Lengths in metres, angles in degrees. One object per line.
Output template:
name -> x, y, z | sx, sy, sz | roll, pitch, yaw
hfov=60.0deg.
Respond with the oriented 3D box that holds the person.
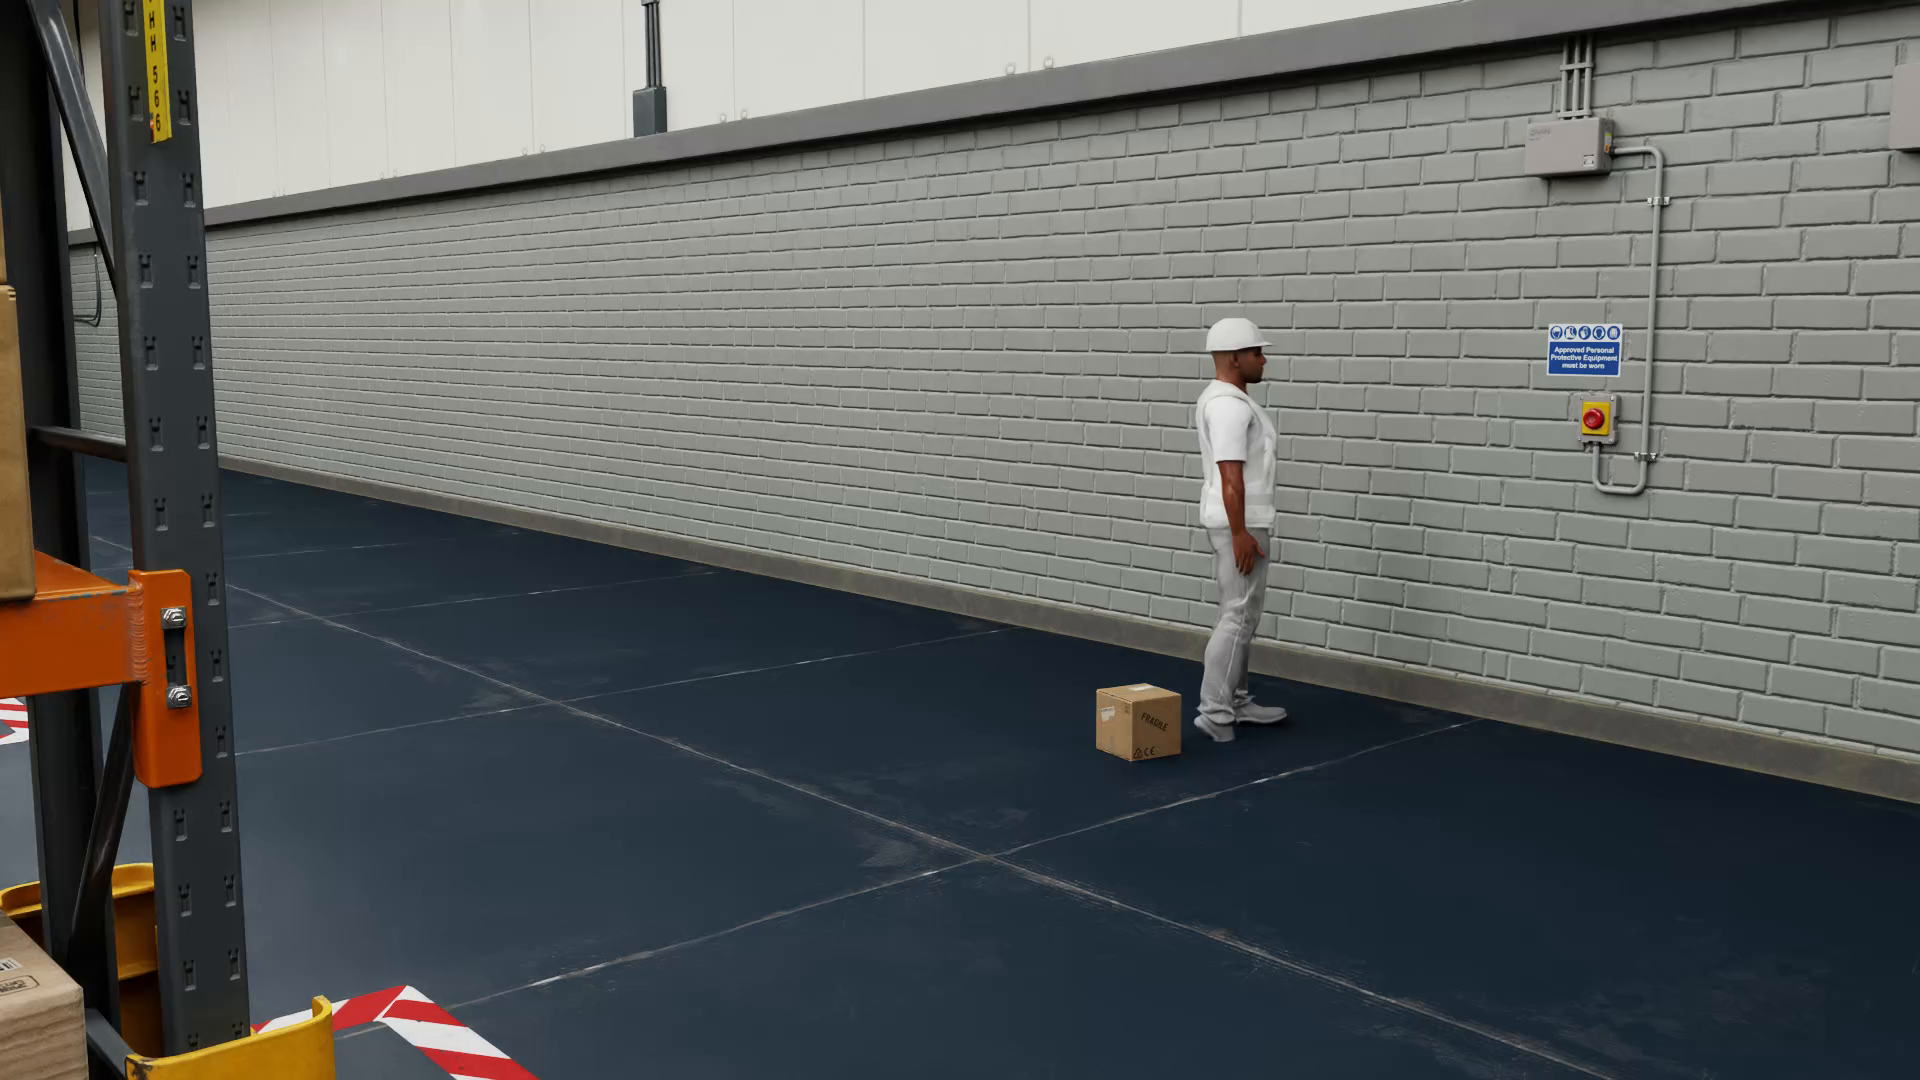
person -> 1.218, -0.021, 7.137 | 0.438, 1.848, 0.562 | 0, 7, 2
